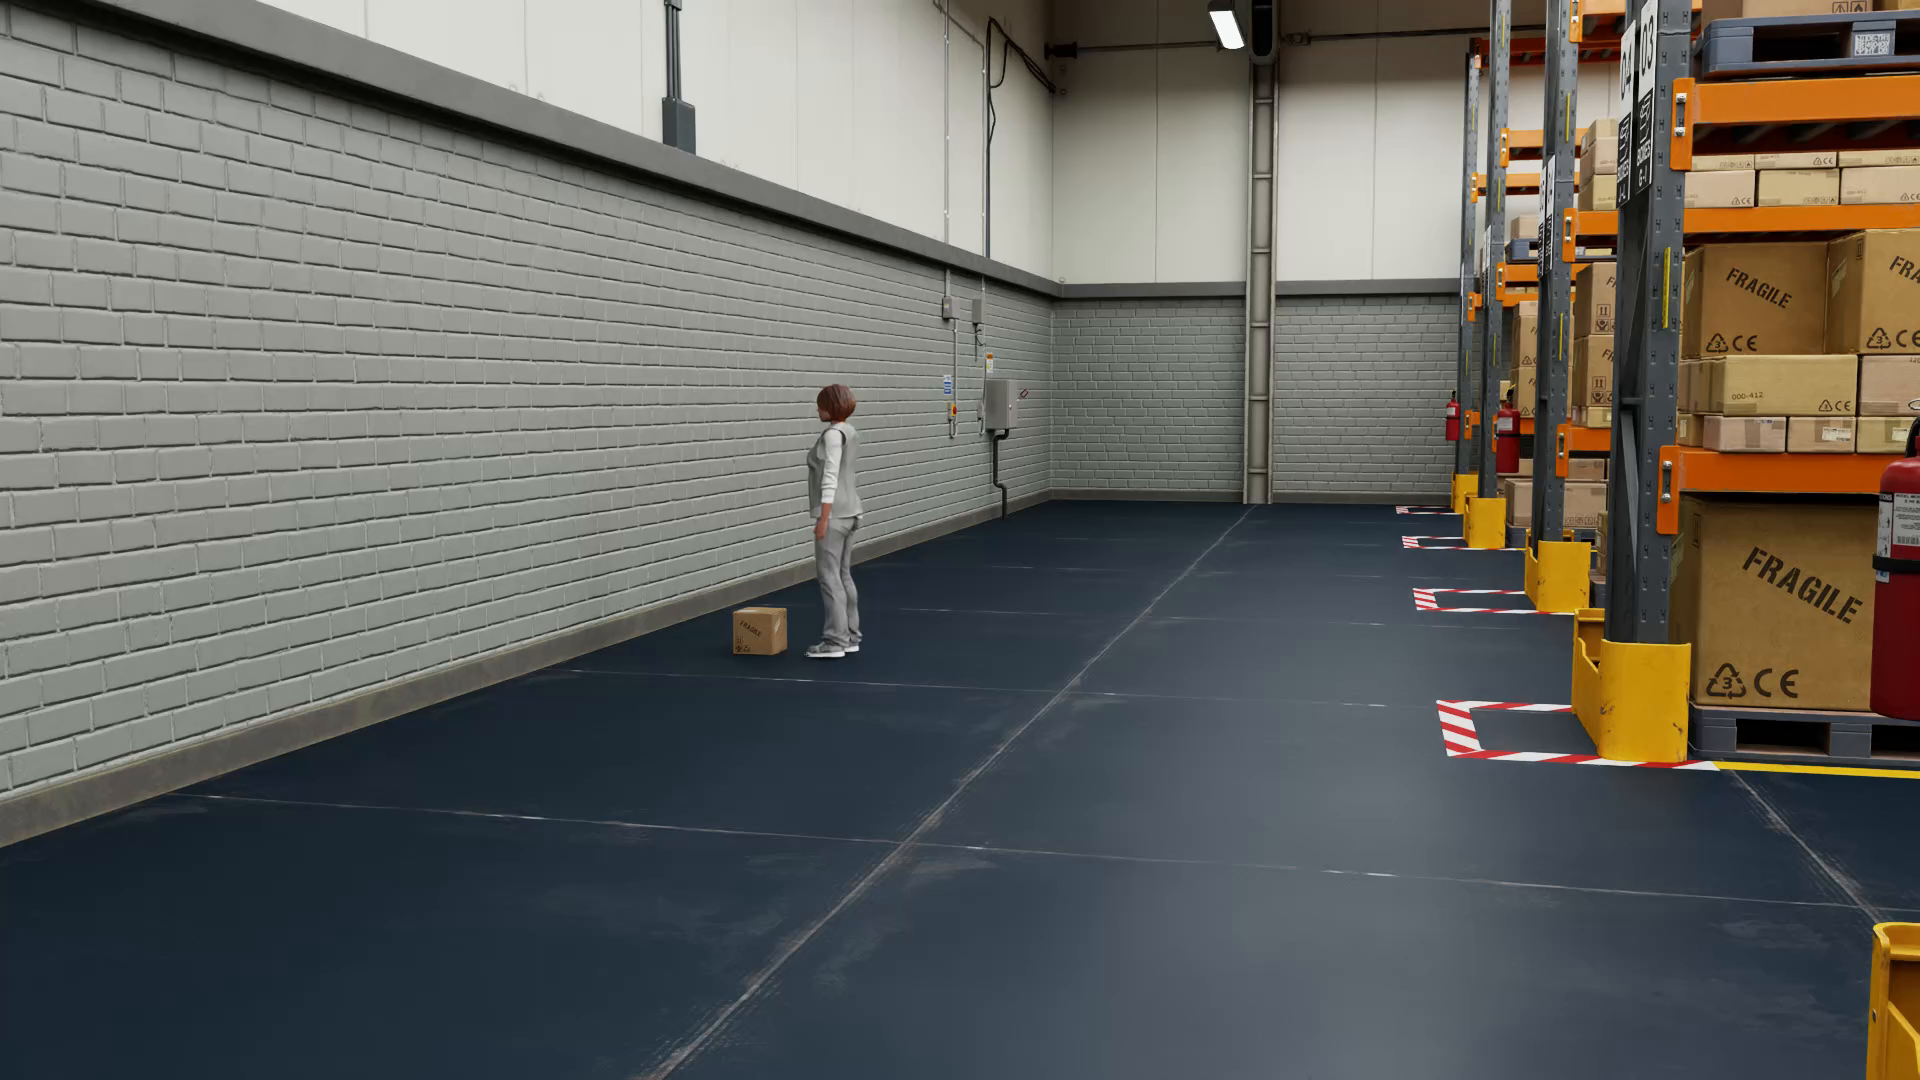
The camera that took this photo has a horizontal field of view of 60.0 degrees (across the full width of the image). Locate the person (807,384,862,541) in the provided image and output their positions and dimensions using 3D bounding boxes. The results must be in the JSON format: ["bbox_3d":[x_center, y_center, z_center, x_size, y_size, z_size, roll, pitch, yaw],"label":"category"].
[{"bbox_3d":[-0.733,-0.443,9.760,0.302,0.916,0.414,1,5,14],"label":"person"}]
